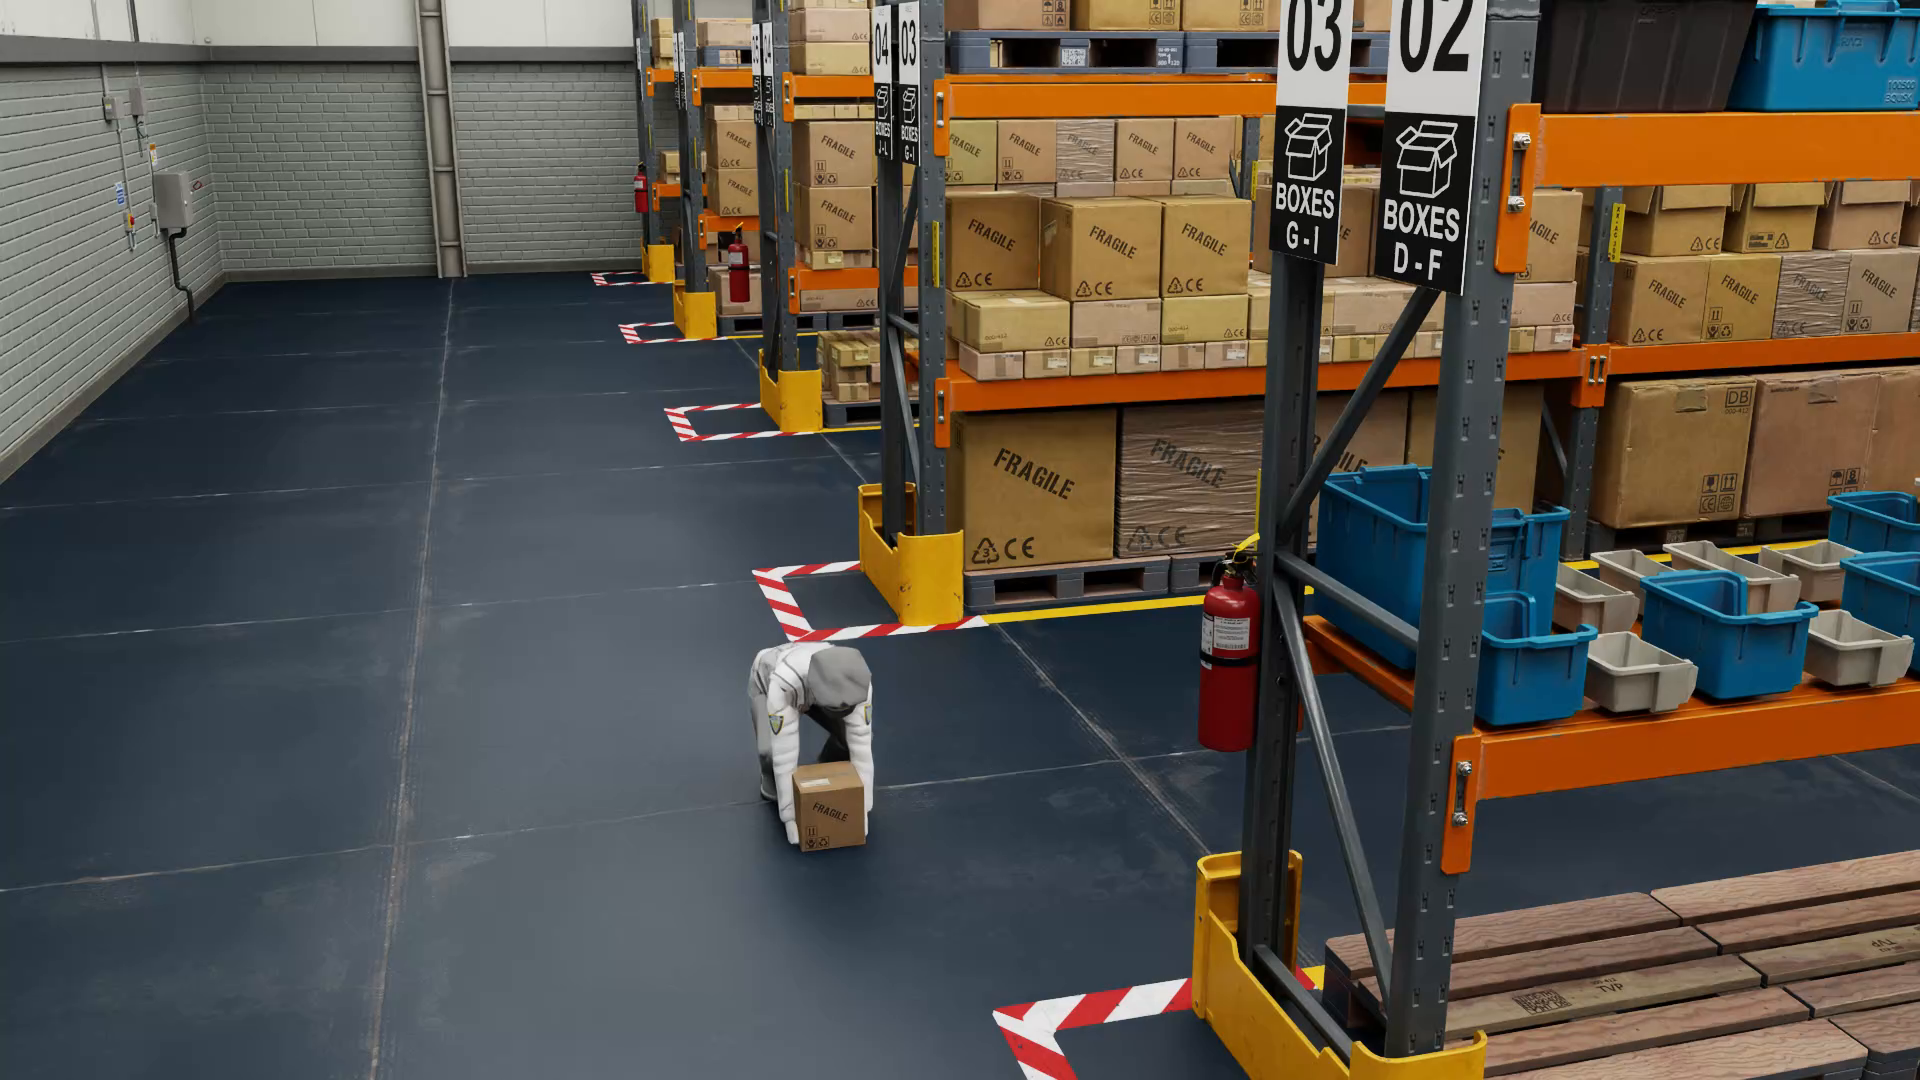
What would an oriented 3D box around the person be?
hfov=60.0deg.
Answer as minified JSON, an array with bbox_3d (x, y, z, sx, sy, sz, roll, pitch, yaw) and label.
[{"bbox_3d":[-0.595,0.738,6.699,0.469,0.843,0.891,-5,17,-16],"label":"person"}]
